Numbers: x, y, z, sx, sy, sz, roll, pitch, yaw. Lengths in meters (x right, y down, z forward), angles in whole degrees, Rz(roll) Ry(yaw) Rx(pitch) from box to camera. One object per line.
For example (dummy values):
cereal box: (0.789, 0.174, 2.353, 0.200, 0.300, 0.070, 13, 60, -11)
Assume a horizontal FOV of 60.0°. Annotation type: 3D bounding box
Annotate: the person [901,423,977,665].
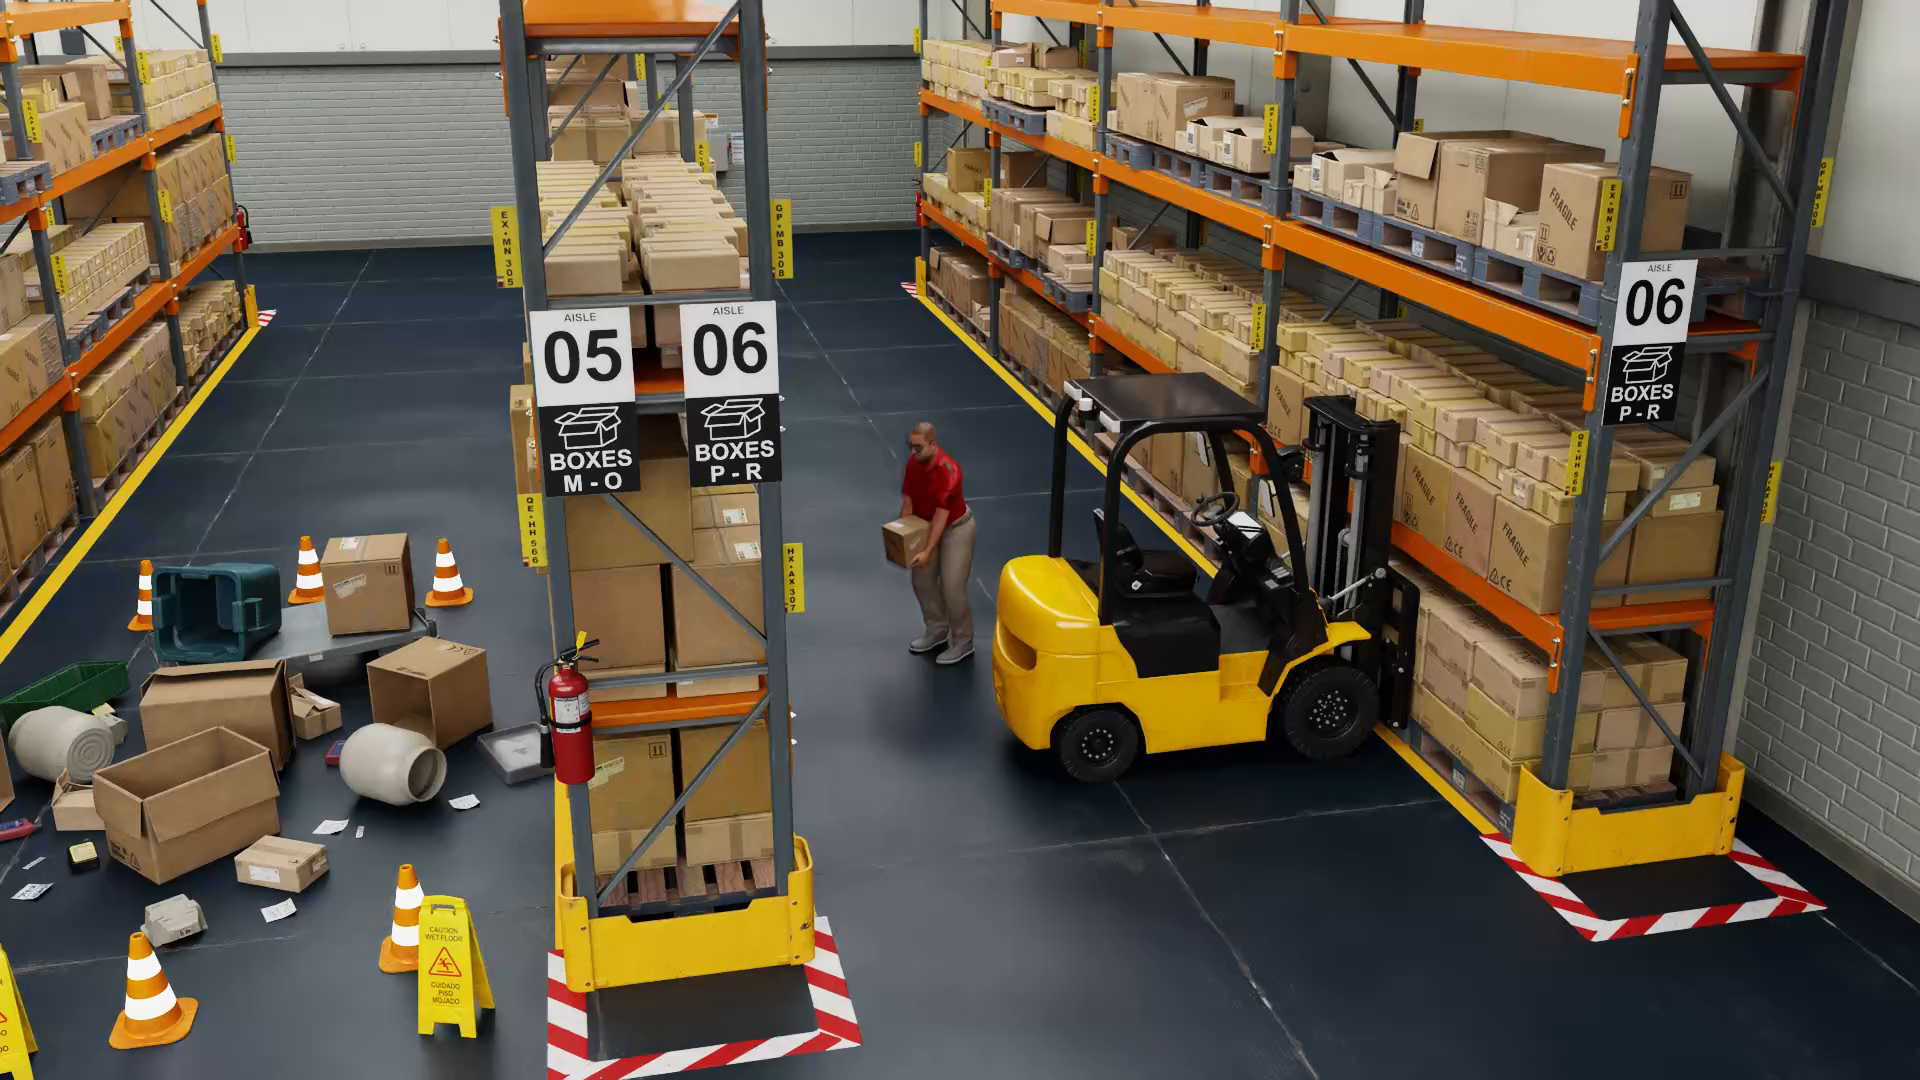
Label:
person: (-0.170, 0.007, 11.156, 0.608, 1.683, 0.490, -17, 26, -39)
